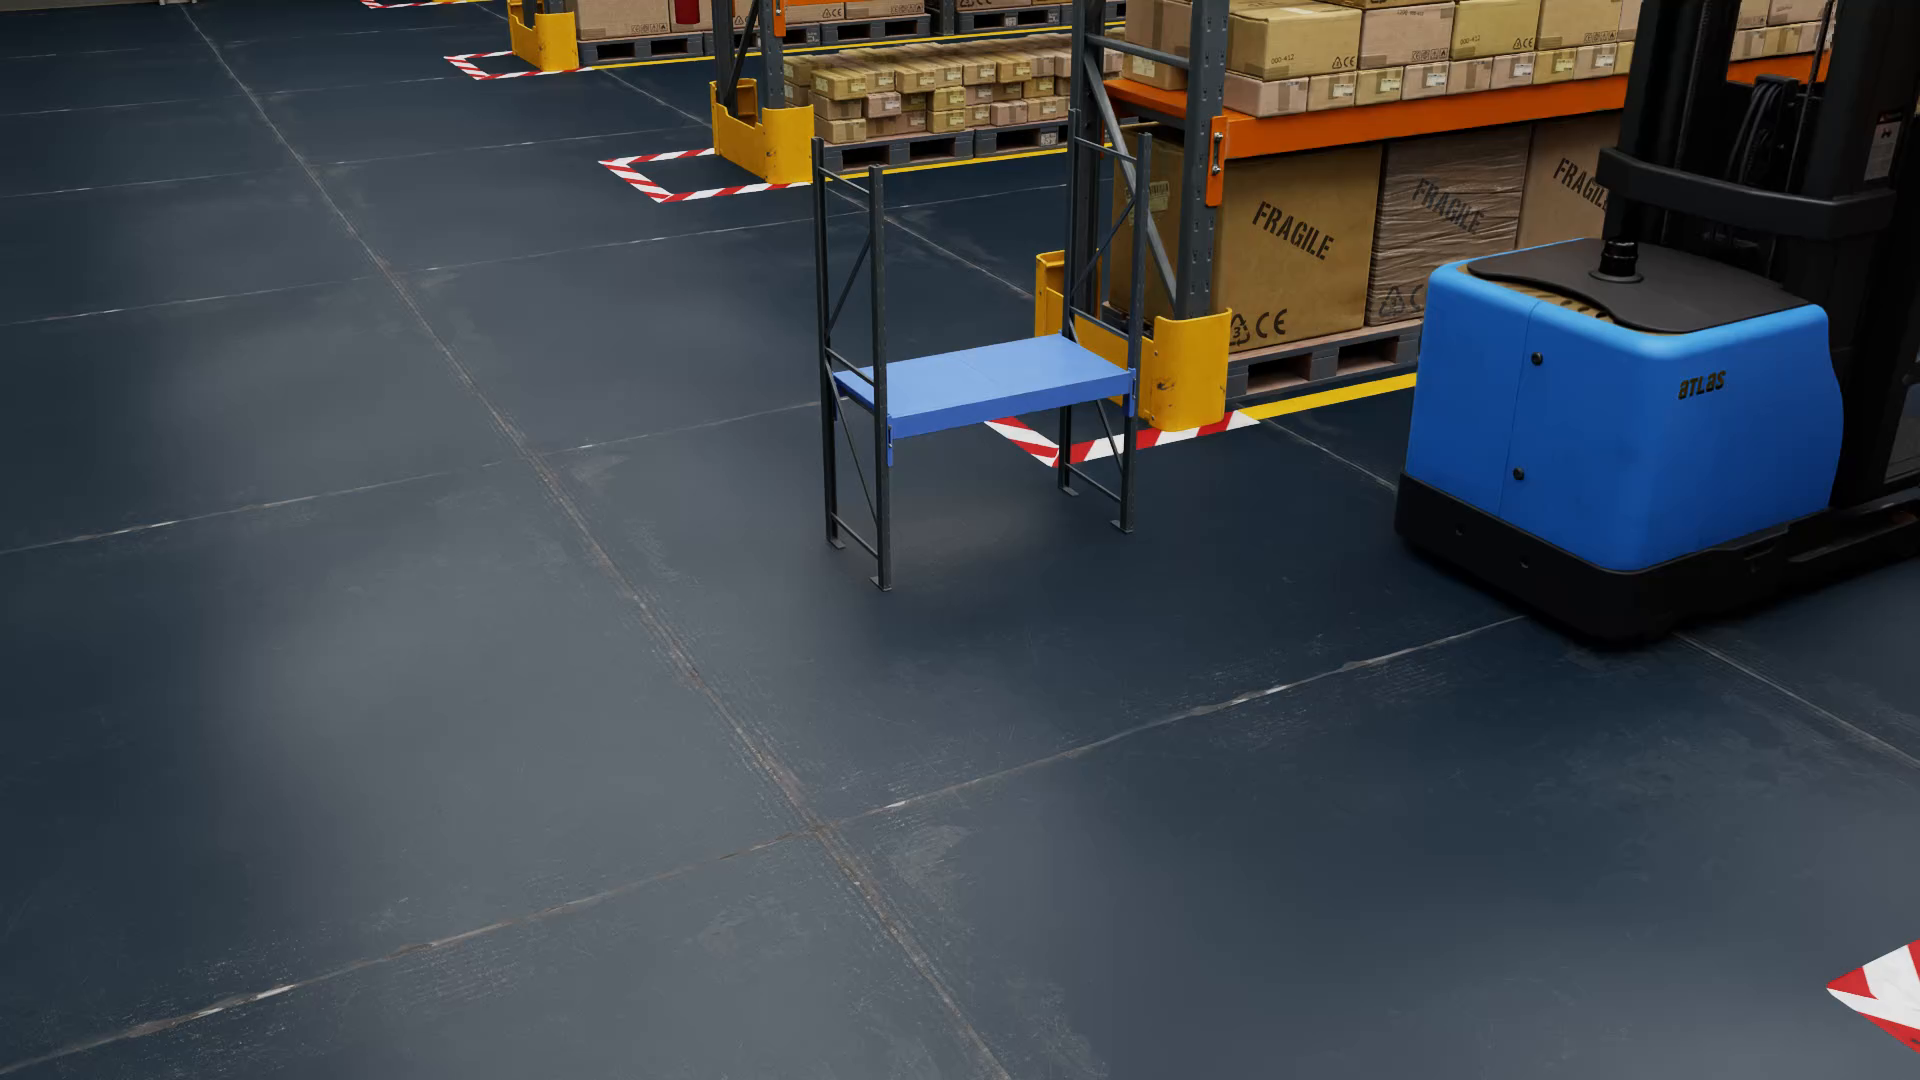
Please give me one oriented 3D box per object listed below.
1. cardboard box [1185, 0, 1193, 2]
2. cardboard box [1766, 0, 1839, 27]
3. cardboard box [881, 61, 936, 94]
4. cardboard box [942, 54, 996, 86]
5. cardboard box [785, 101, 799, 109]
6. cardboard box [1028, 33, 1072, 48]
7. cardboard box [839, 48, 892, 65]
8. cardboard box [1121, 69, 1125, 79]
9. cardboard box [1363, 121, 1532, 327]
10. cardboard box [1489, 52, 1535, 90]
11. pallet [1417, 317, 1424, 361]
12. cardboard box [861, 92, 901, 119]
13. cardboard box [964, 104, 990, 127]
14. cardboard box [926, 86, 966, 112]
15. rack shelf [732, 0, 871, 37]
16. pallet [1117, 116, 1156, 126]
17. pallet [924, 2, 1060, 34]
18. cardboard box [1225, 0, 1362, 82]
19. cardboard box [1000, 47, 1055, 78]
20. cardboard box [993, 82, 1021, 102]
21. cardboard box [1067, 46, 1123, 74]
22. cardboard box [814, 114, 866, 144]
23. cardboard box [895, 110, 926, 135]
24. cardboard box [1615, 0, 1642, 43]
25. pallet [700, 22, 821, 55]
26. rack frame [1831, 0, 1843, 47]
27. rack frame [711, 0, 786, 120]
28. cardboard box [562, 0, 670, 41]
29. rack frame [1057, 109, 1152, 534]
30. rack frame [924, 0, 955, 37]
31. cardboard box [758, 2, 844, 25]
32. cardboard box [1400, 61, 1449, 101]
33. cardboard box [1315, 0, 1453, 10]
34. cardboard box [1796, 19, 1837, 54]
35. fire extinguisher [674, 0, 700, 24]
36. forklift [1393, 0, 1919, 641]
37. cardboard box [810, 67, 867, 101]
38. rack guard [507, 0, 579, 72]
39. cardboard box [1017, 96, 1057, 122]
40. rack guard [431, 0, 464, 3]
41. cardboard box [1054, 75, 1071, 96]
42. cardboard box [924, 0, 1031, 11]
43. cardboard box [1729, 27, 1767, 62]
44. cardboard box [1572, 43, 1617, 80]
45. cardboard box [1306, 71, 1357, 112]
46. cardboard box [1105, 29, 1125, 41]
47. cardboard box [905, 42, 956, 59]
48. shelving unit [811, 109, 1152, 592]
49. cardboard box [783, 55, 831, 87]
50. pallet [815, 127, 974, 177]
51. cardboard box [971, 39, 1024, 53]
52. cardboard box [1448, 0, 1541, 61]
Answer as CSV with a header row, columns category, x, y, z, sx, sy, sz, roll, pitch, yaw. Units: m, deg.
category,x,y,z,sx,sy,sz,roll,pitch,yaw
cardboard box,1.094,-2.678,7.326,0.500,0.500,0.500,-13,28,-24
cardboard box,4.051,-2.765,8.373,0.500,0.250,0.500,-14,29,-26
cardboard box,-0.366,-3.243,11.660,0.250,0.149,0.380,-13,29,-25
cardboard box,0.063,-3.378,11.941,0.250,0.149,0.380,-12,28,-23
cardboard box,-1.091,-3.080,12.008,0.250,0.149,0.380,-12,28,-24
cardboard box,0.717,-3.799,12.818,0.250,0.149,0.380,-12,28,-24
cardboard box,-0.692,-3.496,12.188,0.250,0.149,0.380,-14,29,-26
cardboard box,1.215,-3.522,12.584,0.250,0.149,0.380,-13,28,-25
cardboard box,2.118,-1.652,8.195,0.875,0.875,0.875,-13,29,-25
cardboard box,2.389,-2.170,7.594,0.250,0.149,0.380,-13,29,-26
pallet,2.531,-1.257,8.623,1.213,0.211,1.003,-13,29,-25
cardboard box,-0.606,-3.070,11.644,0.250,0.149,0.380,-13,29,-25
cardboard box,0.021,-3.114,12.079,0.250,0.149,0.380,-13,29,-25
cardboard box,-0.154,-3.165,11.841,0.250,0.149,0.380,-12,28,-24
rack shelf,0.307,-4.072,12.097,4.000,0.370,1.077,-13,29,-25
pallet,1.496,-3.396,13.080,1.213,0.211,1.003,-13,29,-25
pallet,0.299,-5.602,17.675,1.213,0.211,1.003,-13,29,-25
cardboard box,1.338,-2.135,7.061,0.500,0.250,0.500,-14,29,-26
cardboard box,0.494,-3.502,12.199,0.250,0.149,0.380,-13,29,-25
cardboard box,0.255,-3.326,12.177,0.250,0.149,0.380,-11,28,-22
cardboard box,0.997,-3.570,12.341,0.250,0.149,0.380,-15,29,-28
cardboard box,-0.844,-2.878,11.586,0.250,0.149,0.380,-12,28,-24
cardboard box,-0.436,-3.015,11.873,0.250,0.149,0.380,-13,28,-25
cardboard box,3.145,-2.555,7.935,0.500,0.250,0.500,-12,28,-24
pallet,-2.132,-5.041,16.506,1.213,0.211,1.003,-13,29,-25
rack frame,4.317,-2.889,8.801,0.127,3.000,1.000,-13,29,-25
rack frame,-1.457,-3.989,11.093,0.127,3.000,1.000,-13,29,-25
cardboard box,-3.340,-5.066,15.810,0.875,0.438,0.875,-14,29,-27
rack frame,0.524,-0.797,6.177,0.032,1.500,0.500,-13,29,-25
rack frame,-0.346,-6.674,16.684,0.127,3.000,1.000,-13,29,-25
cardboard box,-1.740,-5.438,16.587,0.875,0.438,0.875,-14,29,-27
cardboard box,1.937,-2.066,7.377,0.250,0.149,0.380,-13,29,-26
cardboard box,1.779,-2.575,7.111,0.500,0.500,0.500,-14,29,-26
cardboard box,4.202,-2.588,8.466,0.250,0.149,0.380,-13,28,-25
fire extinguisher,-1.897,-3.911,11.450,0.183,0.674,0.296,-13,29,-25
forklift,3.142,-1.441,5.865,3.031,2.935,1.130,-14,29,-27
cardboard box,-0.835,-3.138,11.442,0.250,0.149,0.380,-14,29,-27
rack guard,-3.897,-4.727,15.518,0.348,0.500,1.175,-13,29,-25
cardboard box,0.514,-3.198,12.253,0.250,0.149,0.380,-13,29,-25
rack guard,-6.148,-6.642,19.507,0.348,0.500,1.175,-13,29,-25
cardboard box,0.754,-3.415,12.363,0.250,0.149,0.380,-14,29,-28
cardboard box,0.163,-6.062,17.380,0.875,0.875,0.875,-12,28,-24
cardboard box,3.748,-2.484,8.248,0.250,0.149,0.380,-14,29,-26
cardboard box,2.843,-2.275,7.813,0.250,0.149,0.380,-13,28,-24
cardboard box,1.482,-1.960,7.157,0.250,0.149,0.380,-13,29,-26
cardboard box,1.200,-3.881,12.989,0.250,0.149,0.380,-13,29,-26
cardboard box,-0.223,-3.601,12.406,0.250,0.149,0.380,-12,28,-23
shelving unit,0.075,-0.693,5.962,1.048,1.500,0.538,-13,29,-25
cardboard box,-1.109,-3.366,11.916,0.250,0.149,0.380,-13,28,-25
pallet,-0.657,-2.899,12.045,1.213,0.211,1.003,-13,29,-25
cardboard box,0.280,-3.676,12.563,0.250,0.149,0.380,-13,28,-25
cardboard box,2.239,-2.345,7.498,0.500,0.250,0.500,-14,29,-27
